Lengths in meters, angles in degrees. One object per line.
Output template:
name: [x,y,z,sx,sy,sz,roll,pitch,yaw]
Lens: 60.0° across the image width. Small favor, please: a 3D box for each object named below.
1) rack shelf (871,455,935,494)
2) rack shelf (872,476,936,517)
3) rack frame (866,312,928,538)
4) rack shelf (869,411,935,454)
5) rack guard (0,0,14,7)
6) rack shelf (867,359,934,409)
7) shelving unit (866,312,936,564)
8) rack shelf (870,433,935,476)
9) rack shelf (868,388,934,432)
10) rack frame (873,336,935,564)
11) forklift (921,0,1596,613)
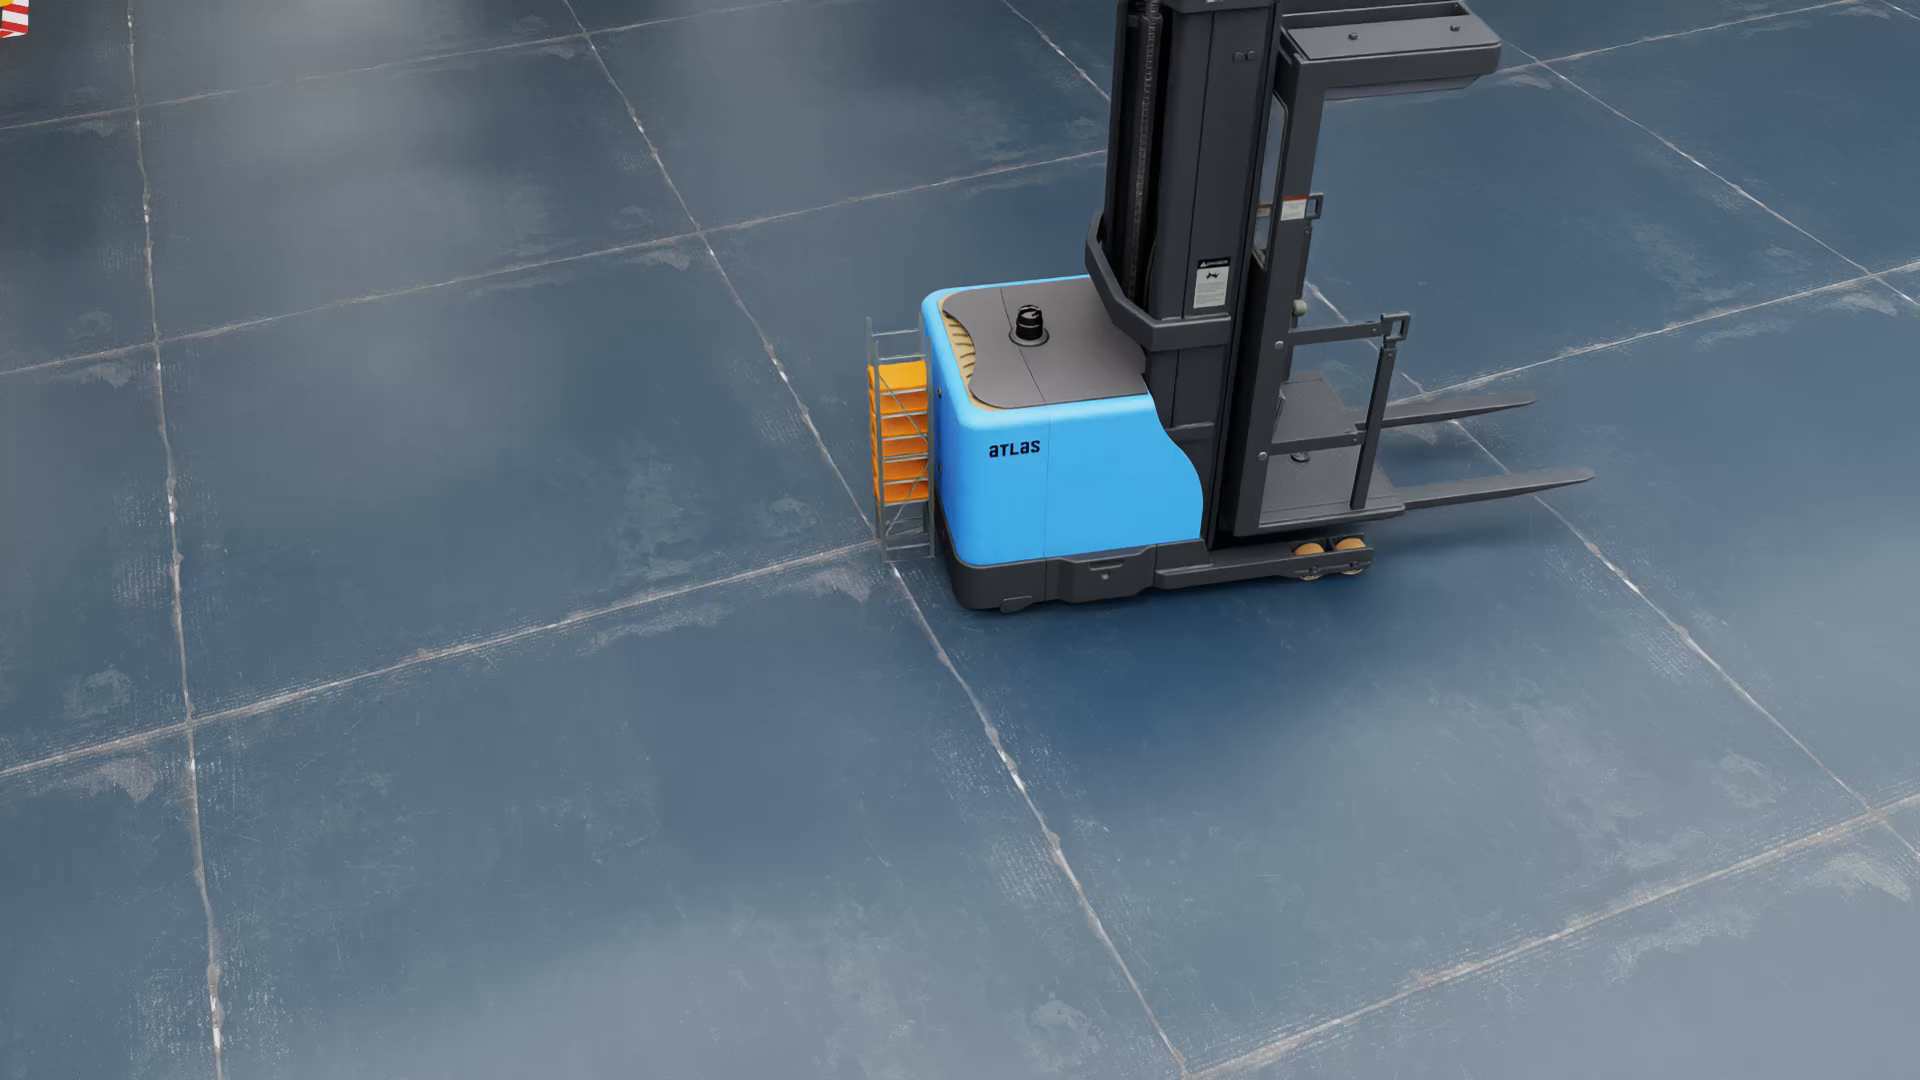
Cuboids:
rack shelf: [-0.252,-0.296,7.345,0.258,0.103,0.180,-7,41,-8]
rack shelf: [-0.252,-0.205,7.423,0.258,0.103,0.180,-7,41,-8]
rack frame: [-0.270,-0.480,7.306,0.240,1.200,0.006,-7,41,-8]
rack shelf: [-0.253,-0.478,7.188,0.258,0.103,0.180,-7,41,-8]
rack guard: [-7.583,-4.091,12.043,1.175,0.500,0.348,-15,43,-17]
rack shelf: [-0.253,-0.660,7.032,0.258,0.103,0.180,-7,41,-8]
shelving unit: [-0.253,-0.421,7.238,0.258,1.200,0.189,-7,41,-8]
rack shelf: [-0.253,-0.387,7.267,0.258,0.103,0.180,-7,41,-8]
rack shelf: [-0.253,-0.569,7.110,0.258,0.103,0.180,-7,41,-8]
rack frame: [-0.235,-0.362,7.169,0.240,1.200,0.006,-7,41,-8]
forklift: [1.386,-1.265,6.892,3.031,2.935,1.130,-7,41,-8]
